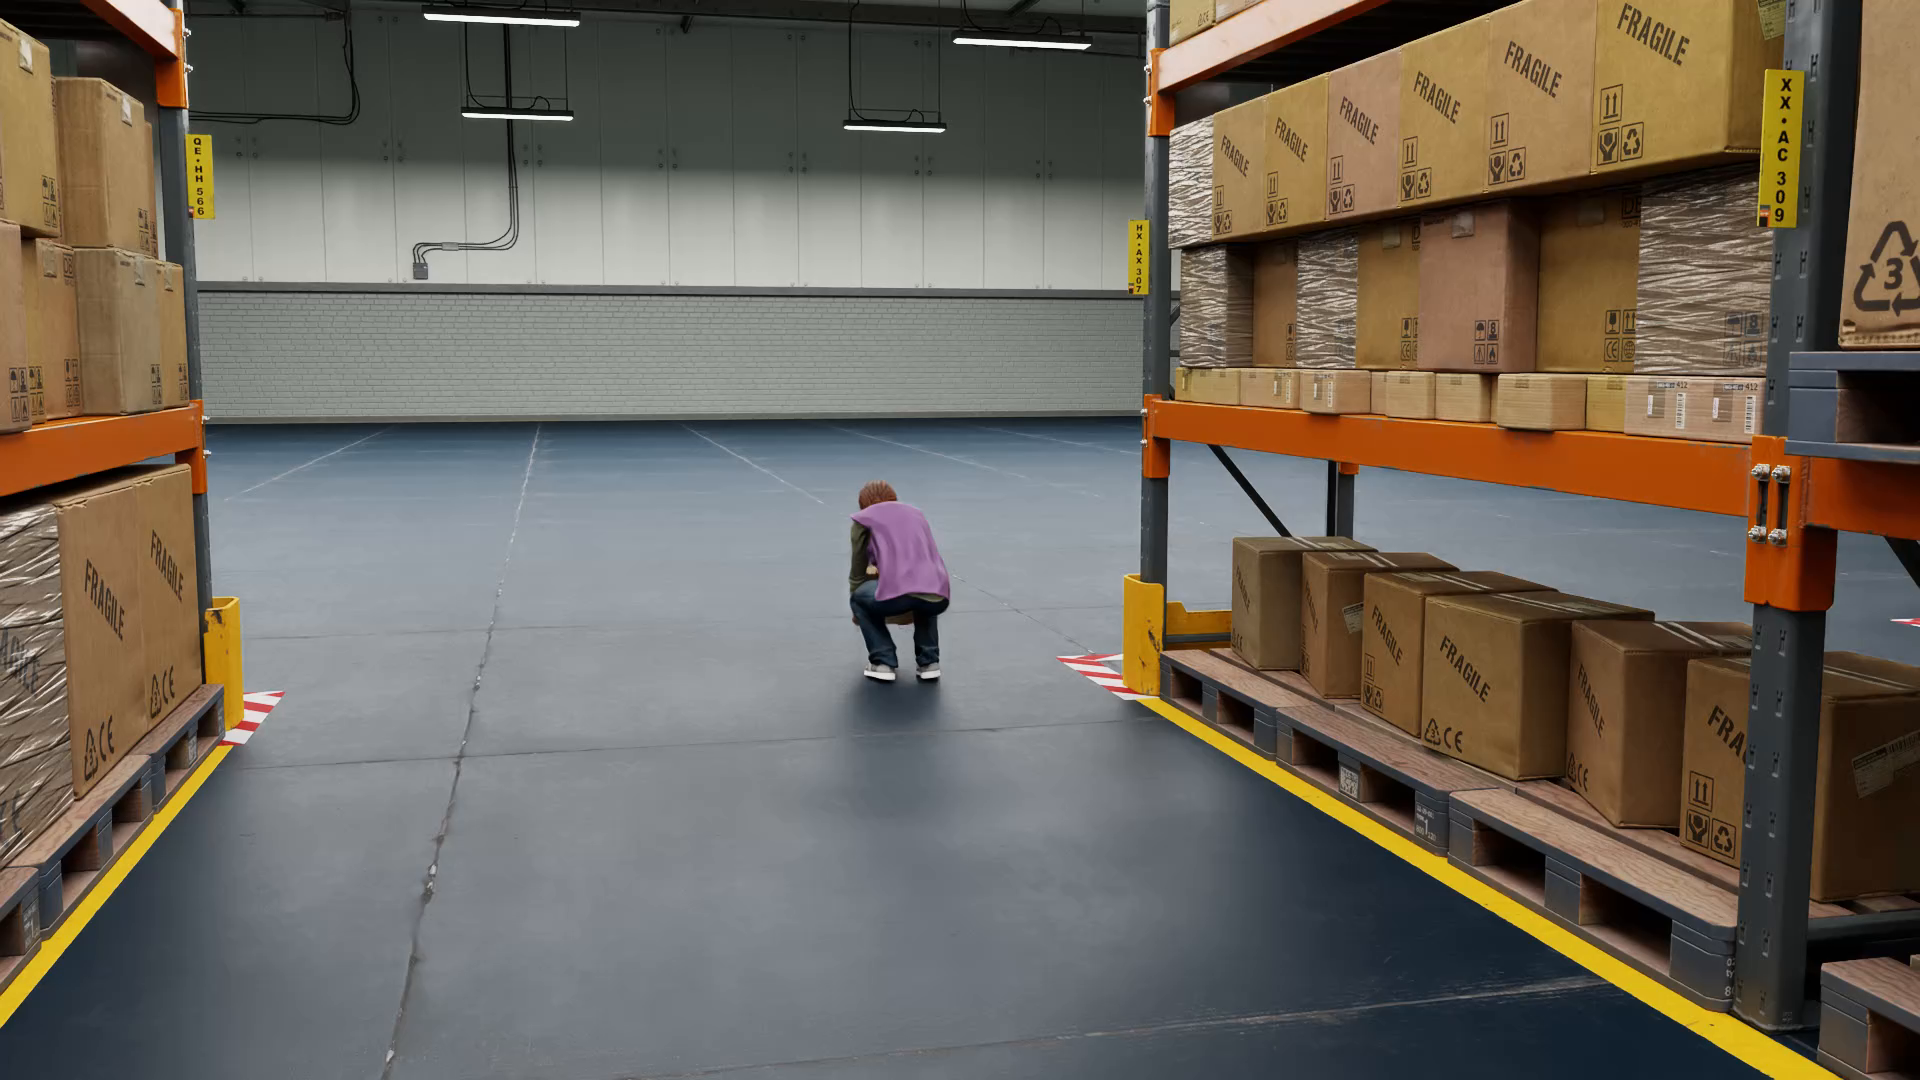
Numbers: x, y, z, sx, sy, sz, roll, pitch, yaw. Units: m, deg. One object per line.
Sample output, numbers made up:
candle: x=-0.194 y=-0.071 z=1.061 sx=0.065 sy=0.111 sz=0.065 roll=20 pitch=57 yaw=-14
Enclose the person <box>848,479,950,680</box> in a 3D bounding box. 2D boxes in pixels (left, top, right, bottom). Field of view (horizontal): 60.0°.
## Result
person: x=-0.297 y=0.192 z=7.865 sx=0.423 sy=0.896 sz=0.822 roll=-2 pitch=7 yaw=-15
